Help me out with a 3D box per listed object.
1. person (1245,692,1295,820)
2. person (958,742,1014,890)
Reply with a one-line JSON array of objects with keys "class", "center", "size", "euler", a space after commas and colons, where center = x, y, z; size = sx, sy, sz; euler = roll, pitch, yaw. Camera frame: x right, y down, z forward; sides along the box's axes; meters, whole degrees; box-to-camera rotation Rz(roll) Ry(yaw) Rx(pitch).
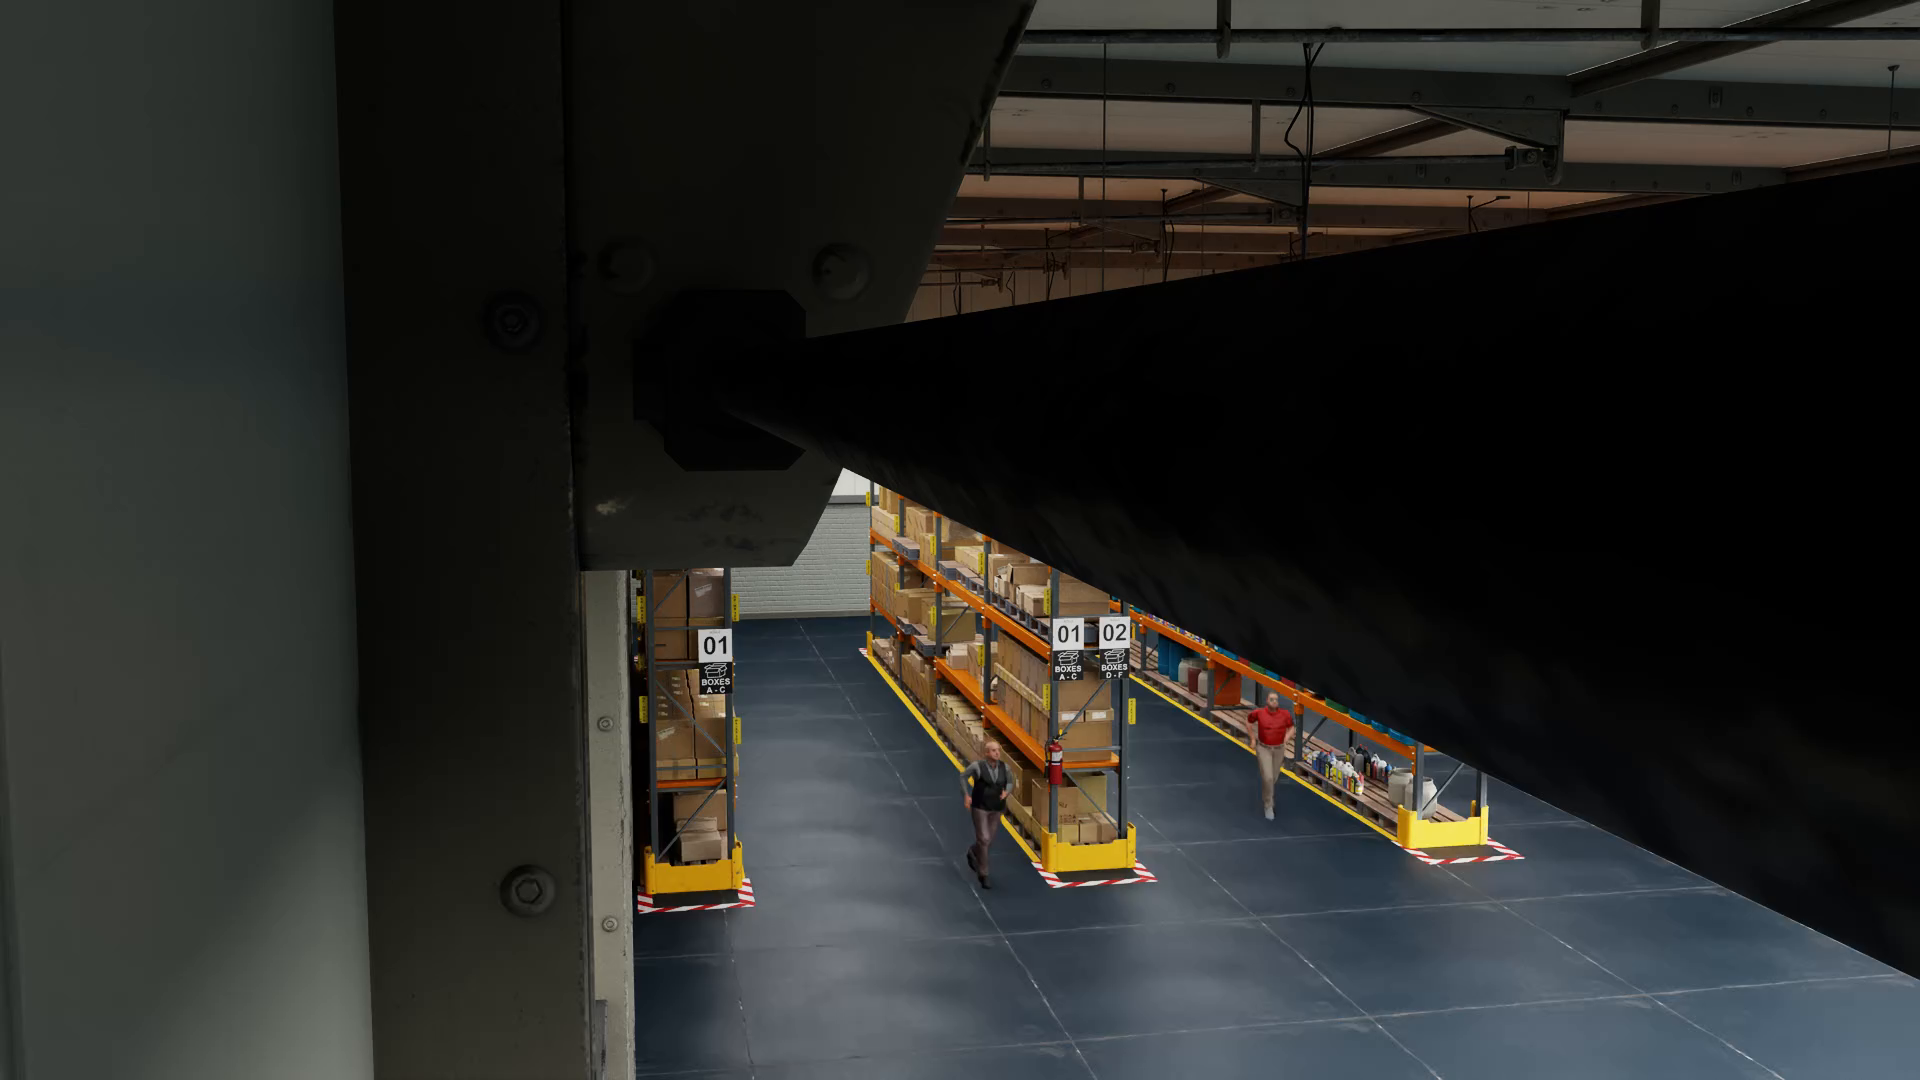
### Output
[{"class": "person", "center": [4.419, 3.019, 23.593], "size": [0.651, 1.774, 0.837], "euler": [-1, 6, -8]}, {"class": "person", "center": [0.366, 3.344, 20.547], "size": [0.680, 1.717, 0.889], "euler": [-3, 6, -23]}]
